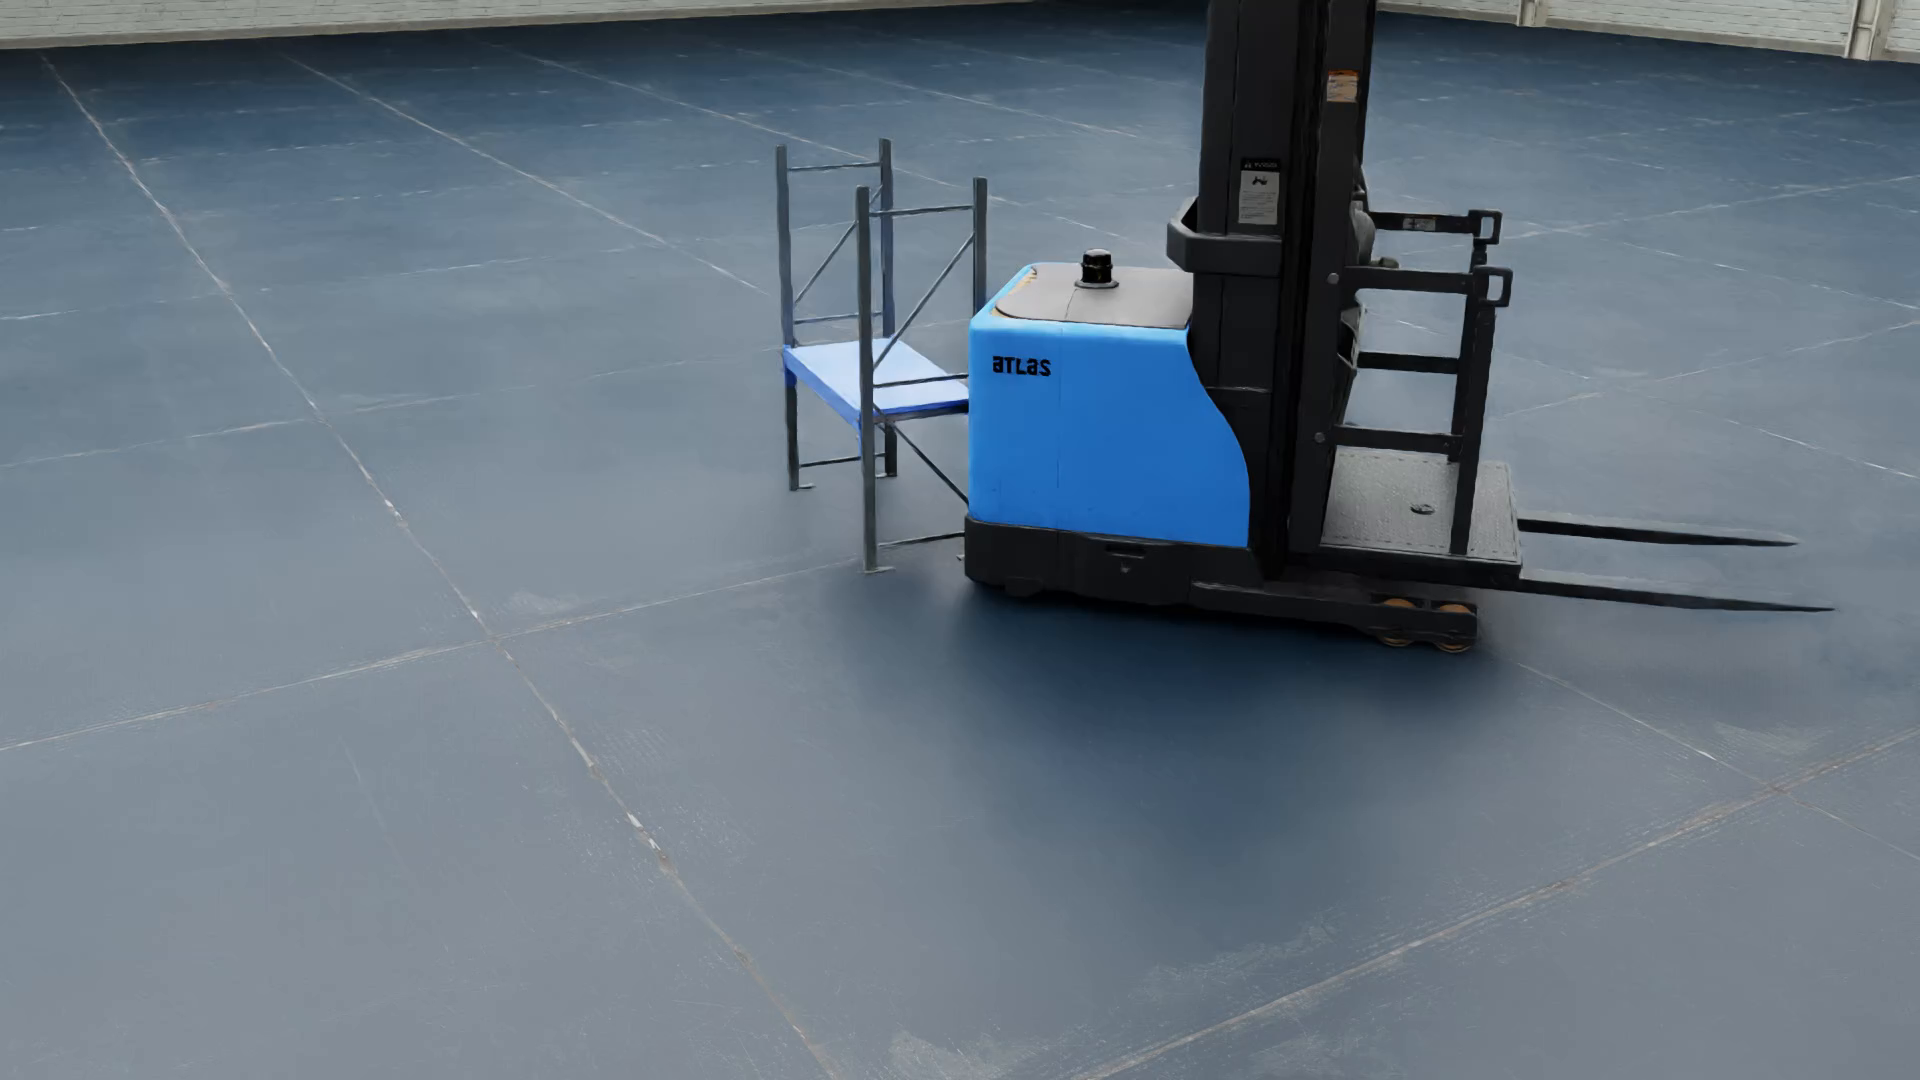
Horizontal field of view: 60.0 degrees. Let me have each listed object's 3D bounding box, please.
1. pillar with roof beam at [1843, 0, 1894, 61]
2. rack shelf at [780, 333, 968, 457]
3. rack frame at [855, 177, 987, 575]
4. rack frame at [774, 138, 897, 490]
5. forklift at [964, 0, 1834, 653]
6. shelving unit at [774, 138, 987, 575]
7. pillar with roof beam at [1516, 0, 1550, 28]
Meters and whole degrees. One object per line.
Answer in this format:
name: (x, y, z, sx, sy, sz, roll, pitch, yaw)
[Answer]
pillar with roof beam: (9.112, -10.166, 19.873, 9.100, 9.000, 0.400, -13, 25, -28)
rack shelf: (-0.331, -0.611, 6.801, 0.538, 0.185, 1.000, -9, 24, -21)
rack frame: (-0.138, -0.601, 6.298, 0.500, 1.500, 0.032, -9, 24, -21)
rack frame: (-0.524, -0.955, 7.169, 0.500, 1.500, 0.032, -9, 24, -21)
forklift: (1.590, -1.184, 5.832, 3.031, 2.935, 1.130, 6, 23, 14)
shelving unit: (-0.331, -0.778, 6.733, 0.538, 1.500, 1.048, -9, 24, -21)
pillar with roof beam: (6.047, -12.109, 24.651, 9.100, 9.000, 0.400, -13, 25, -28)
